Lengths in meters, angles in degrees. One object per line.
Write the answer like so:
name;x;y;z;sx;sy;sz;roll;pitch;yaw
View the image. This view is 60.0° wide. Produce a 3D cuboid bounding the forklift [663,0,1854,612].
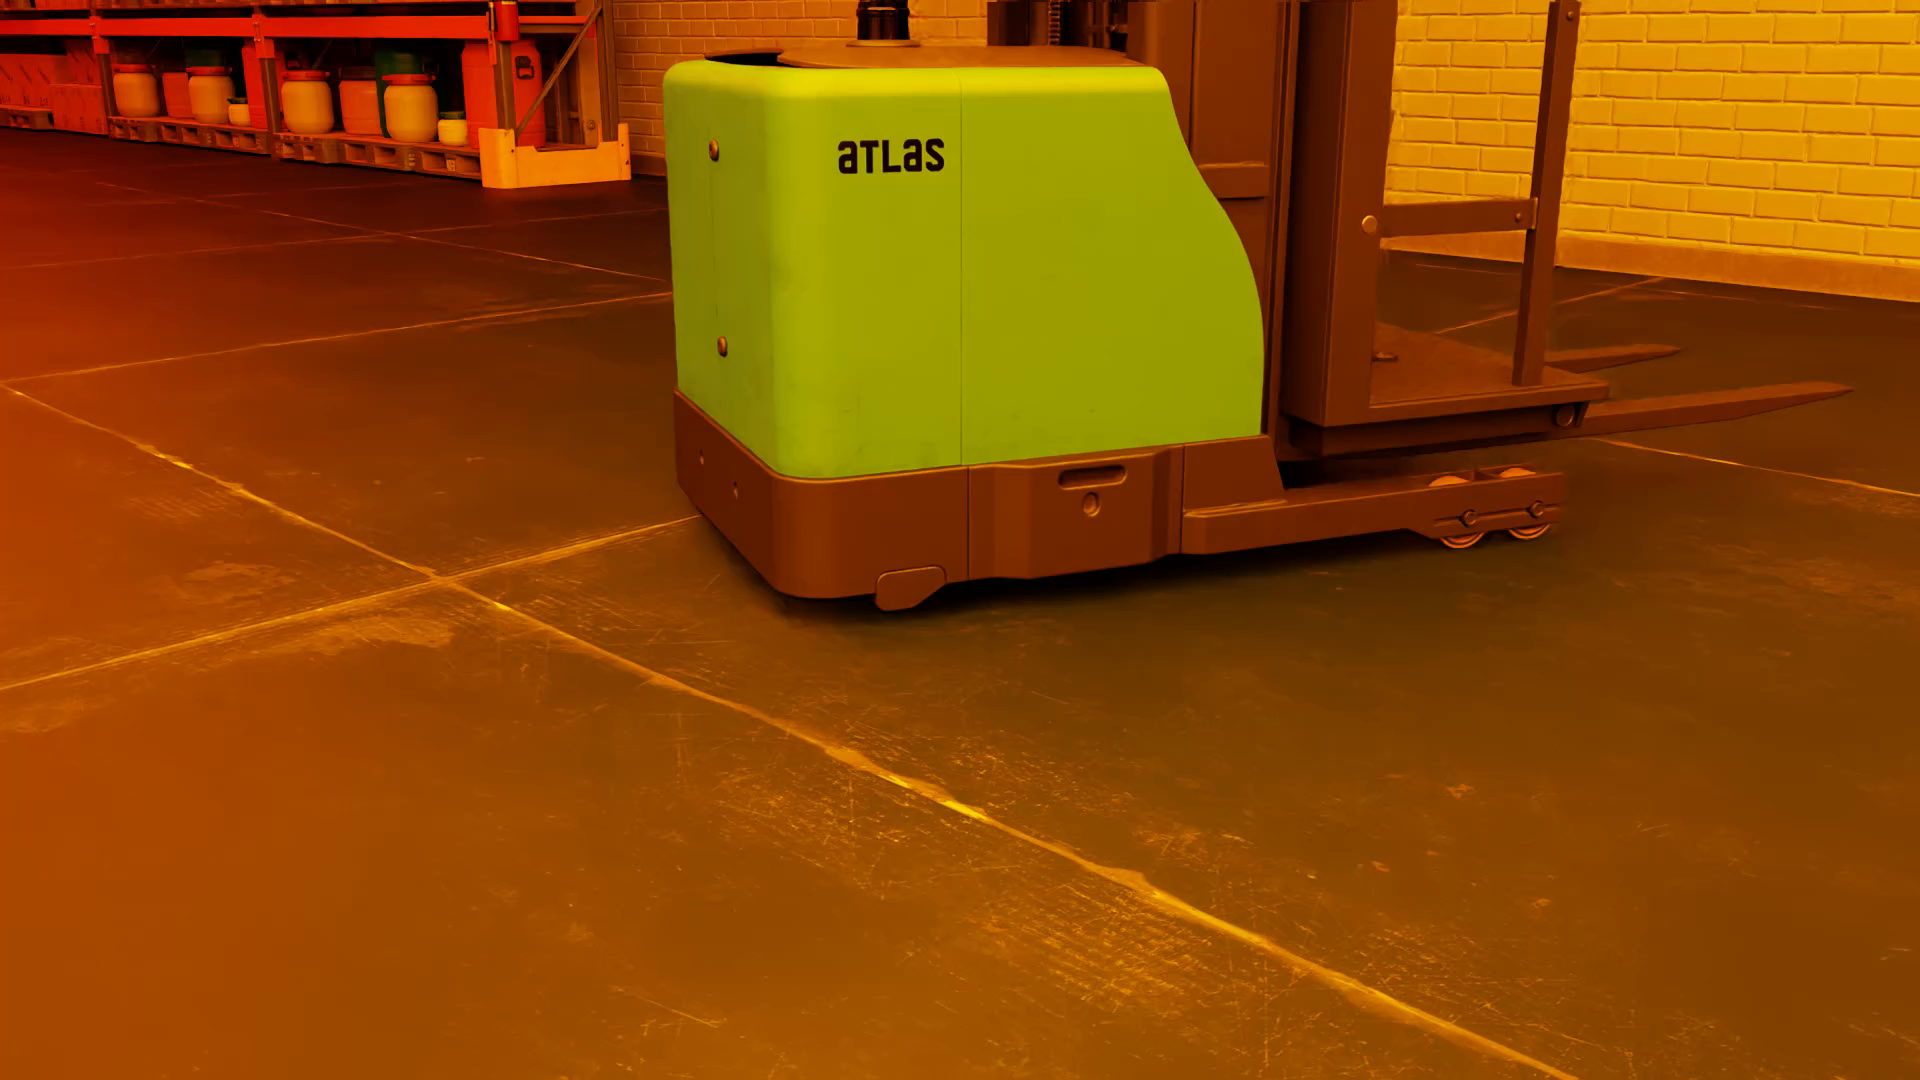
forklift;0.871;-1.517;3.840;3.031;2.935;1.130;-7;18;-21
